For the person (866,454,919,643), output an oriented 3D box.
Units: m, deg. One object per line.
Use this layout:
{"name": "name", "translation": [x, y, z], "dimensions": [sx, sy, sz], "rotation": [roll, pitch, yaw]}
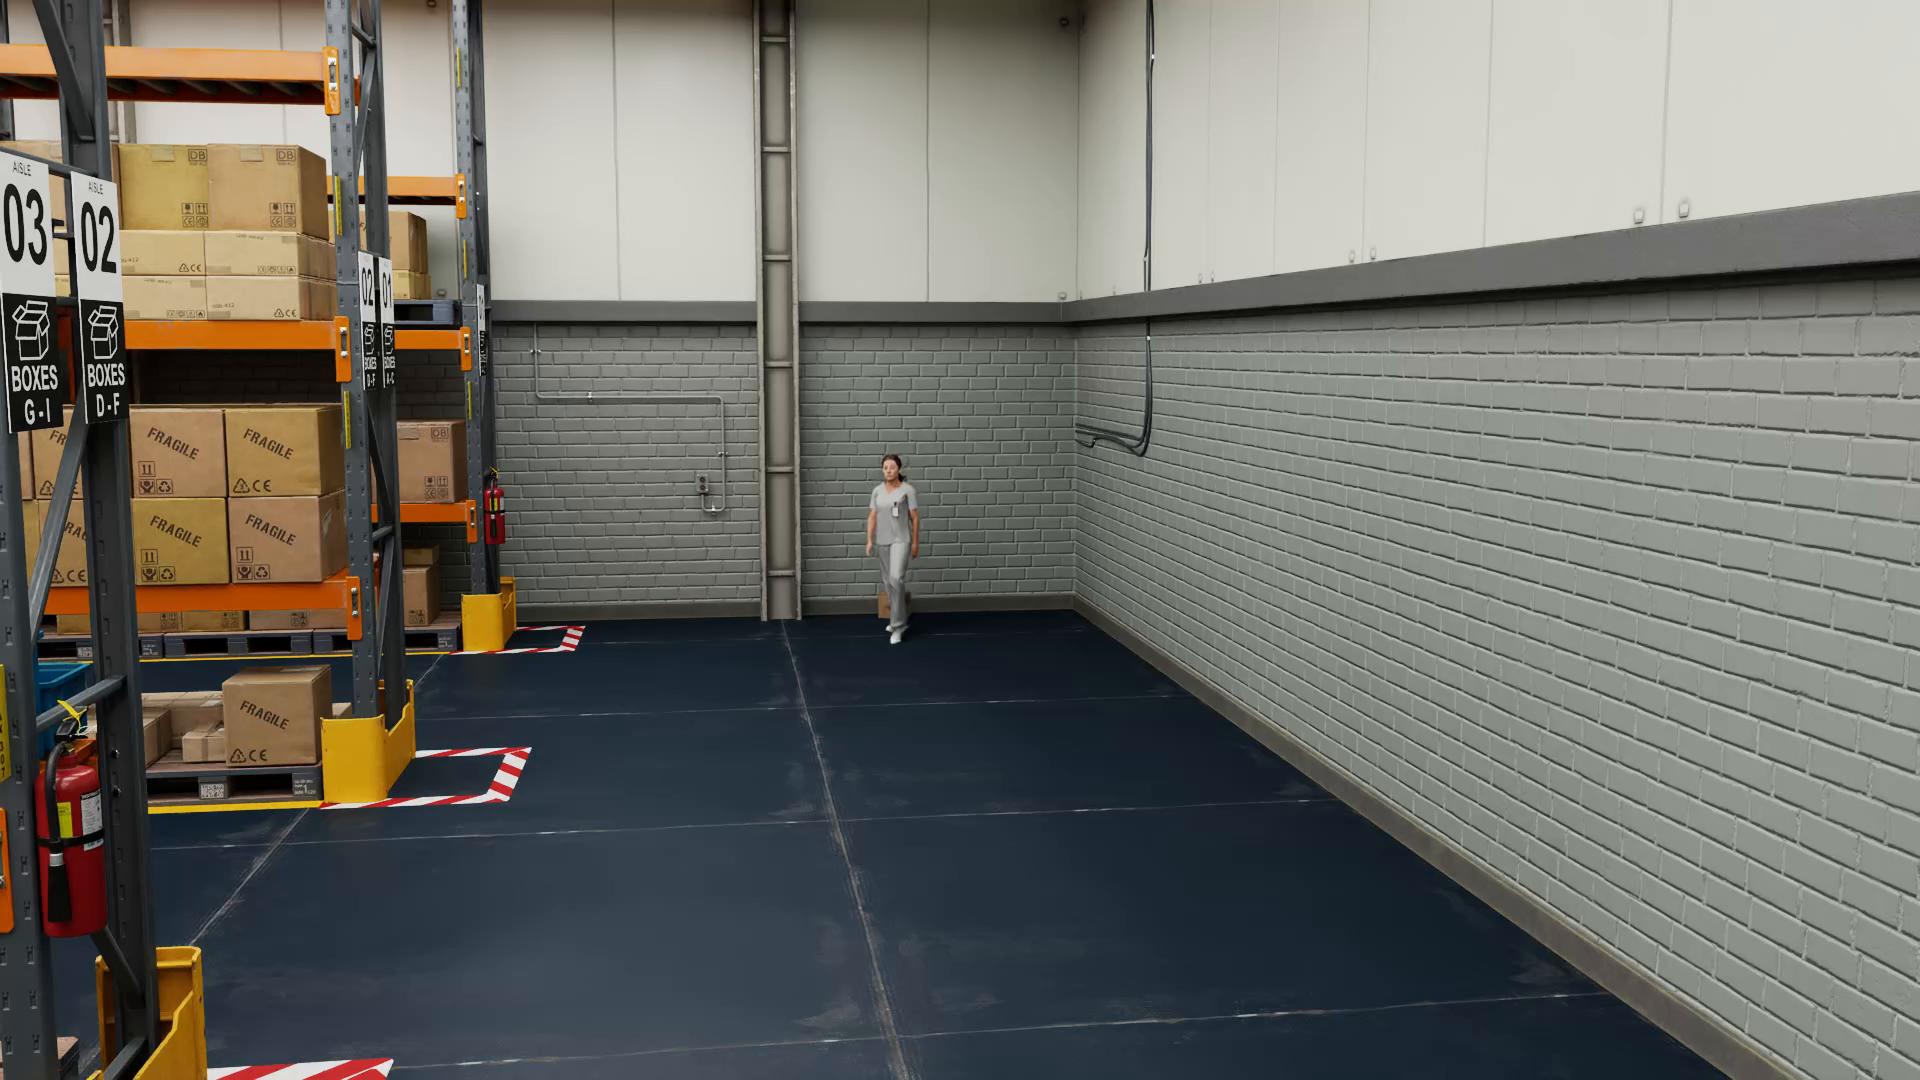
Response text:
{"name": "person", "translation": [-0.622, 0.076, 15.240], "dimensions": [0.455, 1.721, 0.587], "rotation": [3, 7, 24]}
